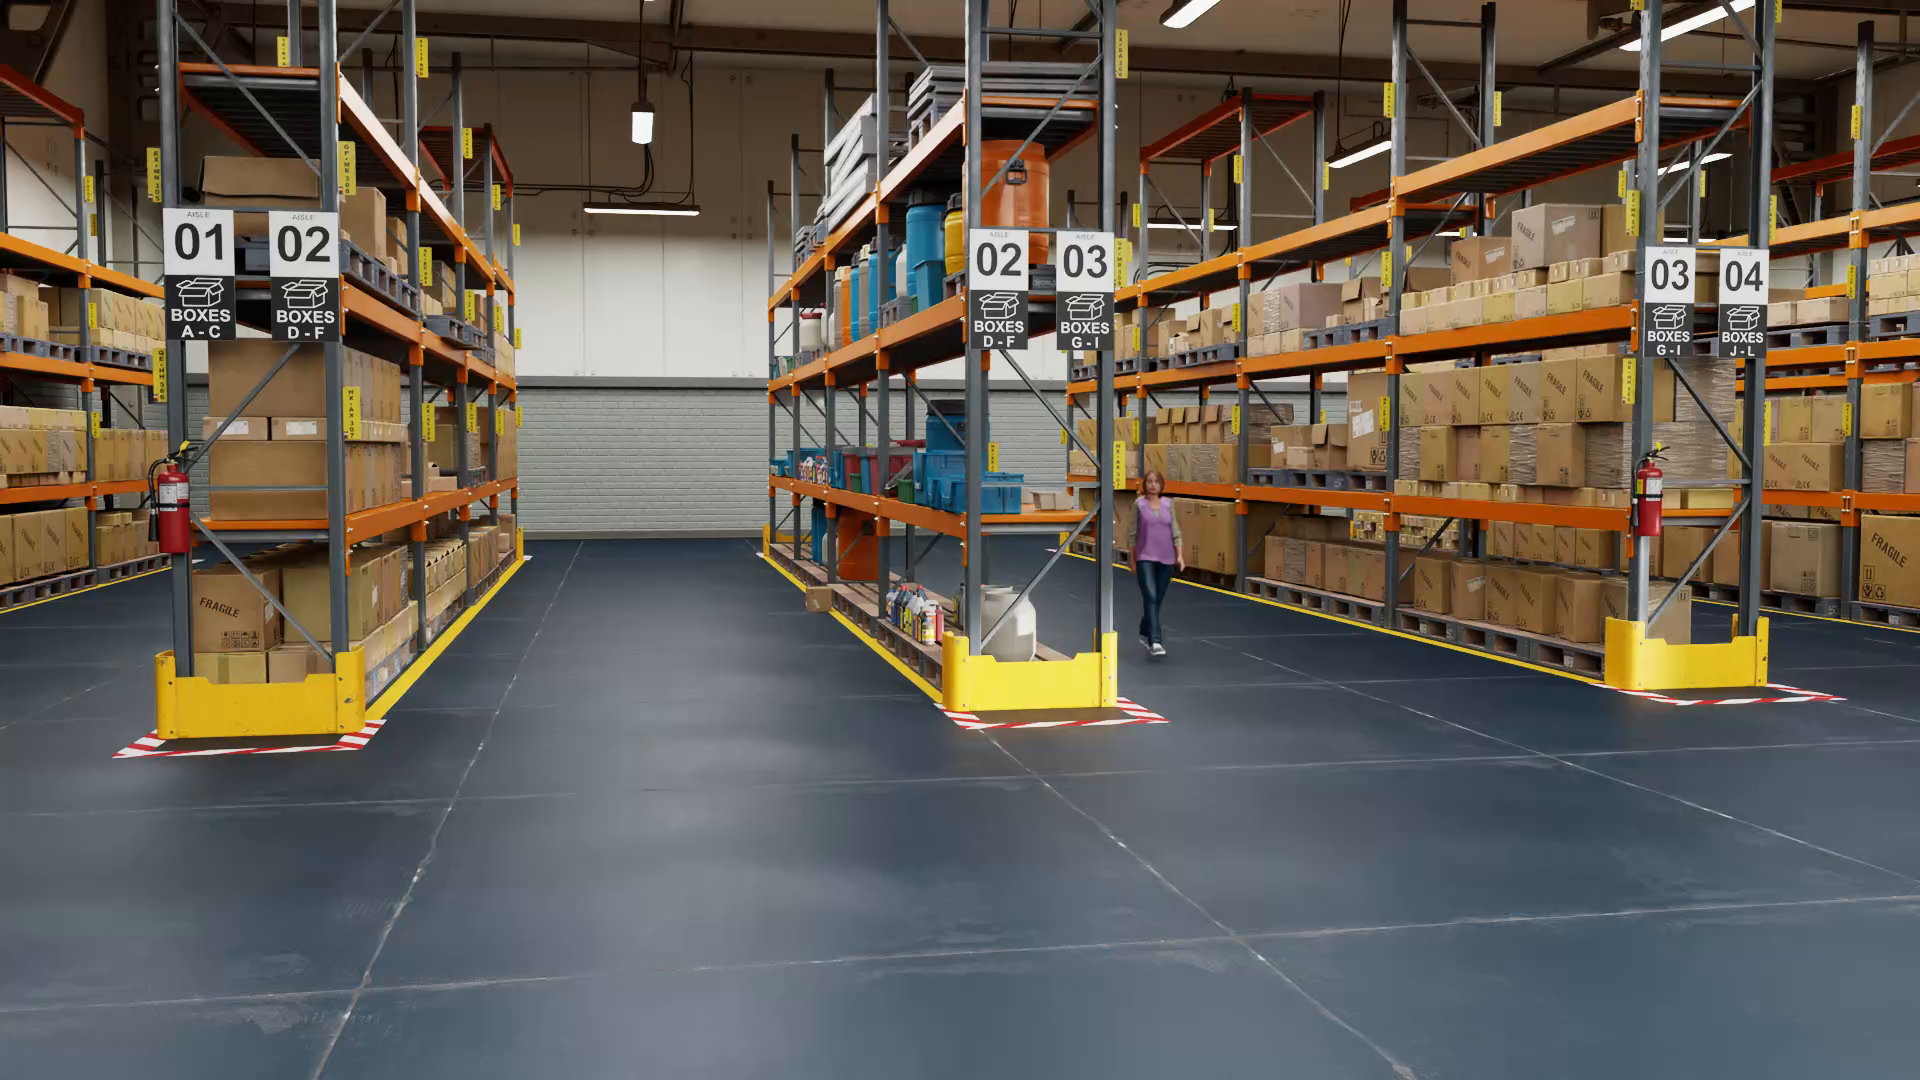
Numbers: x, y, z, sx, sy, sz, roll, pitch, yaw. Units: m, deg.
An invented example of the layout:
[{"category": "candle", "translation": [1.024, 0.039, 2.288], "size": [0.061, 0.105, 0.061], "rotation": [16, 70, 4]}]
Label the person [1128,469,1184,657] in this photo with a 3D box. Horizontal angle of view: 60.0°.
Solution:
[{"category": "person", "translation": [1.657, 0.173, 13.979], "size": [0.412, 1.536, 0.943], "rotation": [-1, 3, -12]}]
